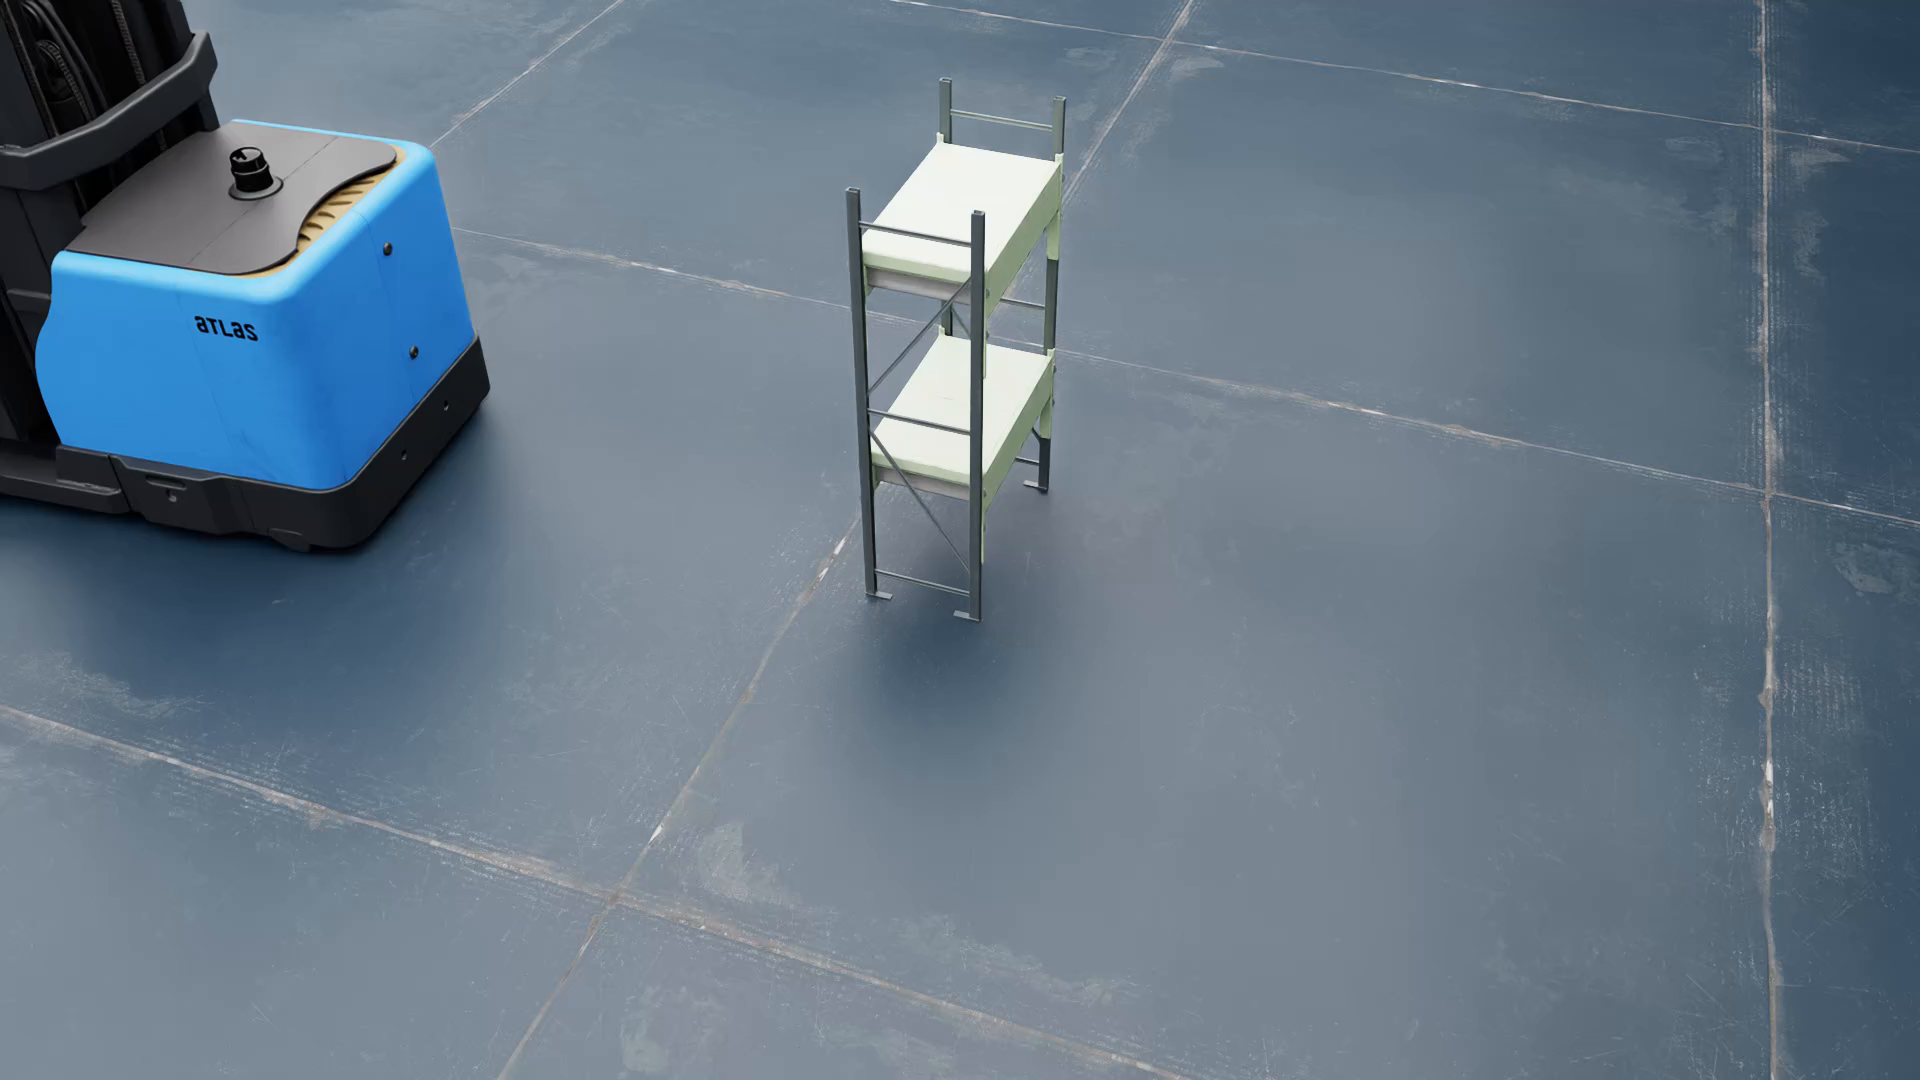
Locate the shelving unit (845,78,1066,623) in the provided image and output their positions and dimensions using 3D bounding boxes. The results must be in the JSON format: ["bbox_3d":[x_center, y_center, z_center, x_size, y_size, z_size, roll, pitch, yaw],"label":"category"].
[{"bbox_3d":[0.002,-0.575,5.268,0.431,1.500,0.755,13,42,15],"label":"shelving unit"}]

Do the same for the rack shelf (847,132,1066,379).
[{"bbox_3d":[0.002,-0.872,5.015,0.431,0.370,0.720,13,42,15],"label":"rack shelf"}]

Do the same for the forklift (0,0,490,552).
[{"bbox_3d":[-3.357,-1.598,5.365,3.031,2.935,1.130,10,41,11],"label":"forklift"}]

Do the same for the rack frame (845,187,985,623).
[{"bbox_3d":[-0.123,-0.351,5.006,0.400,1.500,0.023,13,42,15],"label":"rack frame"}]

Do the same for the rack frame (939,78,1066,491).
[{"bbox_3d":[0.127,-0.798,5.530,0.400,1.500,0.023,13,42,15],"label":"rack frame"}]

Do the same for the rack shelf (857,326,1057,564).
[{"bbox_3d":[0.002,-0.327,5.480,0.431,0.370,0.720,13,42,15],"label":"rack shelf"}]
